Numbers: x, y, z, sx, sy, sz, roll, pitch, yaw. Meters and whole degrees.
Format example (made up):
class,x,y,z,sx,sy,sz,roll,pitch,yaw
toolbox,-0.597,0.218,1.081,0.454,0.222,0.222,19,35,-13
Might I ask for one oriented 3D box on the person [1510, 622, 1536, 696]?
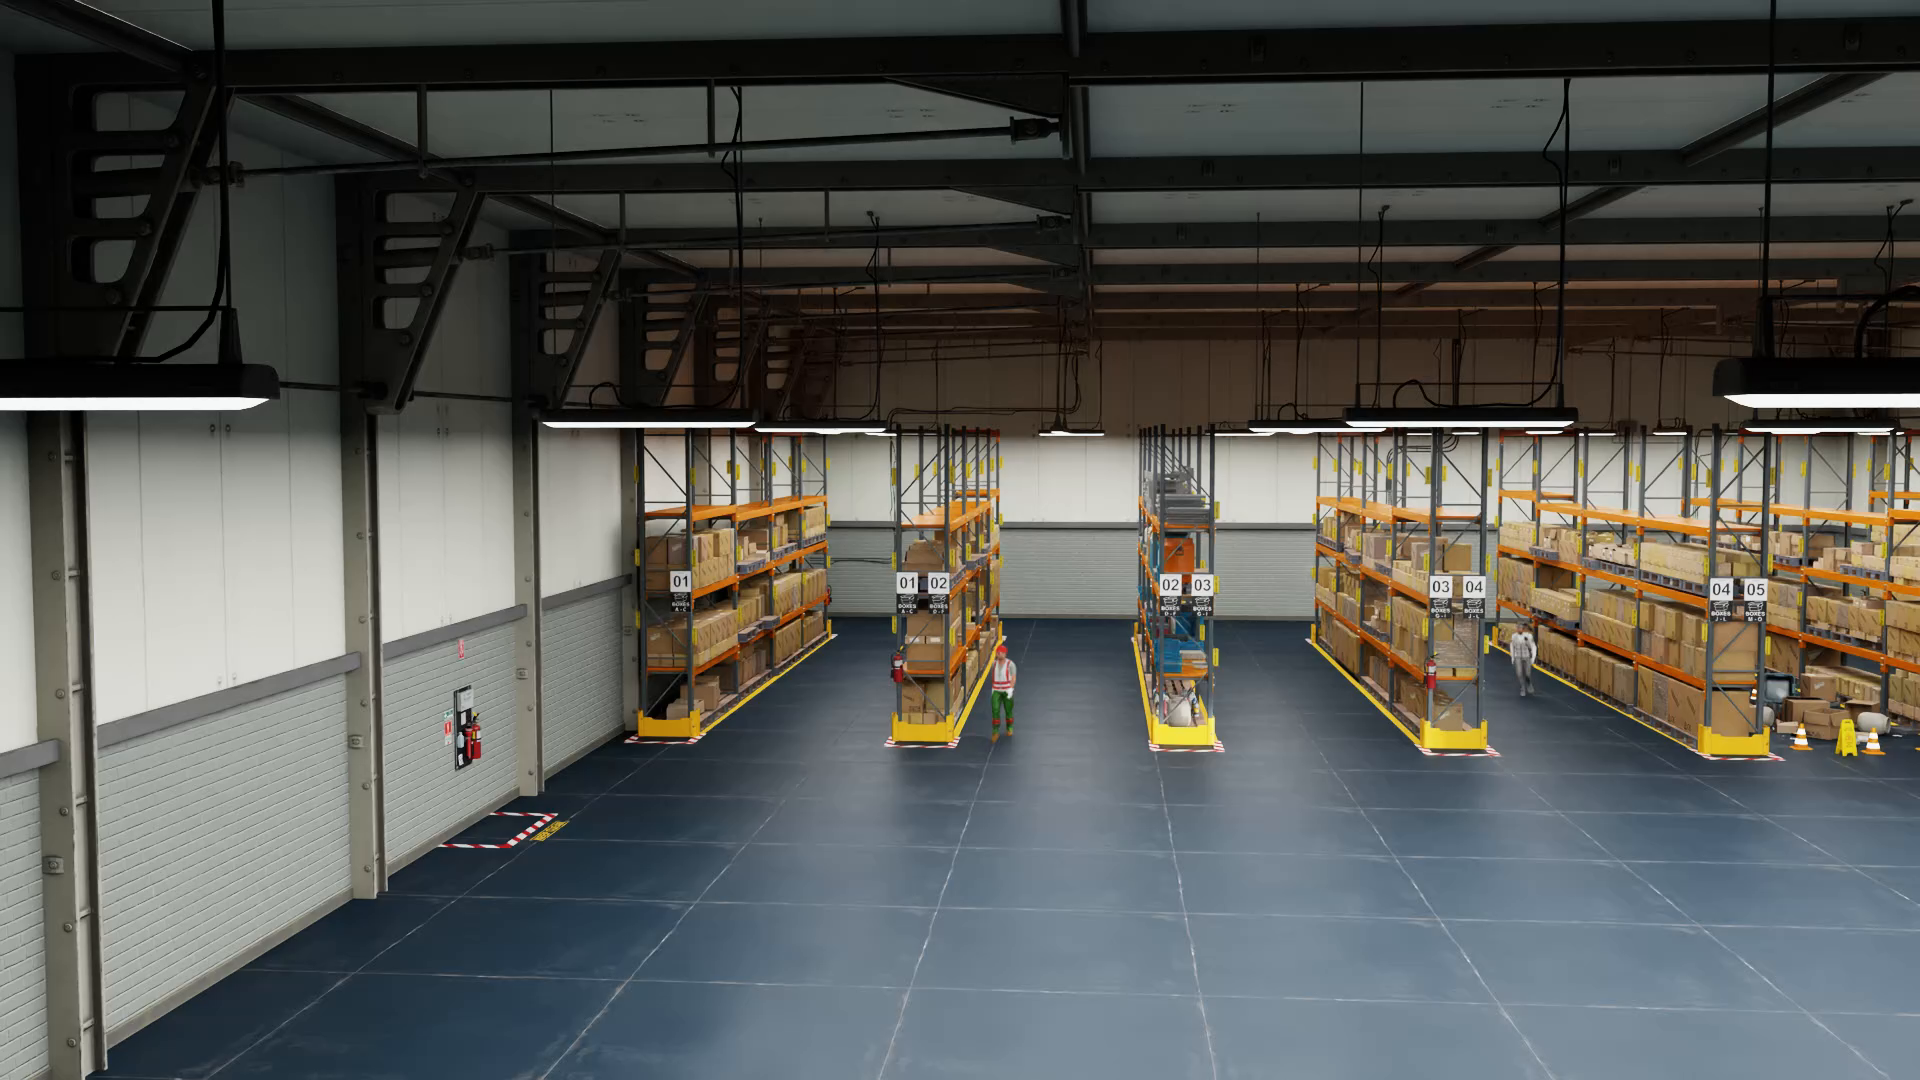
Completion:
class,x,y,z,sx,sy,sz,roll,pitch,yaw
person,12.599,2.638,37.197,0.566,1.659,0.480,2,4,29

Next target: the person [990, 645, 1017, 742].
class,x,y,z,sx,sy,sz,roll,pitch,yaw
person,0.794,2.897,31.673,0.552,1.774,0.850,1,4,20
